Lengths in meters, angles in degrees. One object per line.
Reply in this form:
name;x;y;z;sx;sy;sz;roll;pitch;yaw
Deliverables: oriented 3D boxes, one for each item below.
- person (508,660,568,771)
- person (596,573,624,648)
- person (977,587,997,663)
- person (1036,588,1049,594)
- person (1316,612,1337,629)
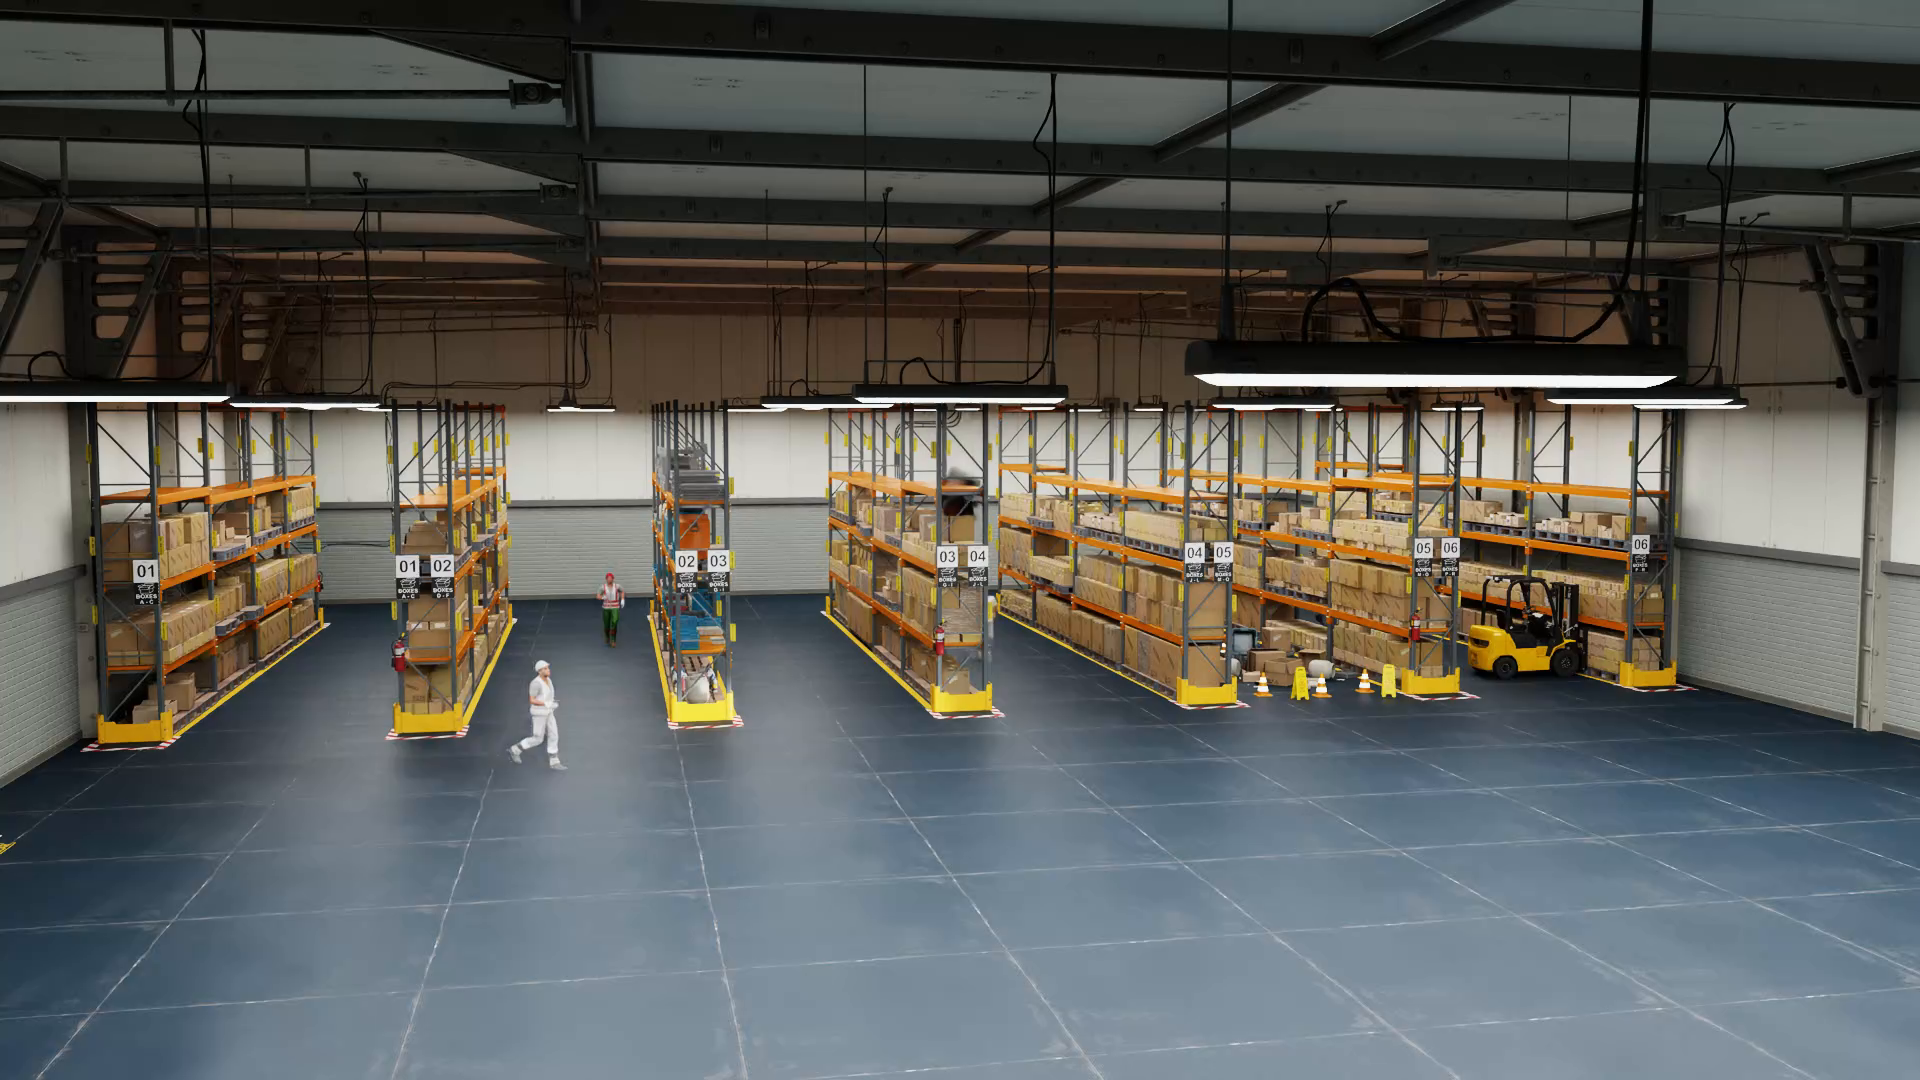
person;-6.771;2.821;26.774;0.946;1.784;0.667;1;4;13
person;-8.643;1.708;41.101;0.673;1.802;0.934;-1;4;-11
person;0.580;1.937;38.632;0.684;1.834;0.693;-1;4;-13
person;2.372;1.126;49.671;0.727;1.763;0.713;2;5;29
person;9.553;1.681;43.019;0.582;1.686;0.782;-1;4;-15
